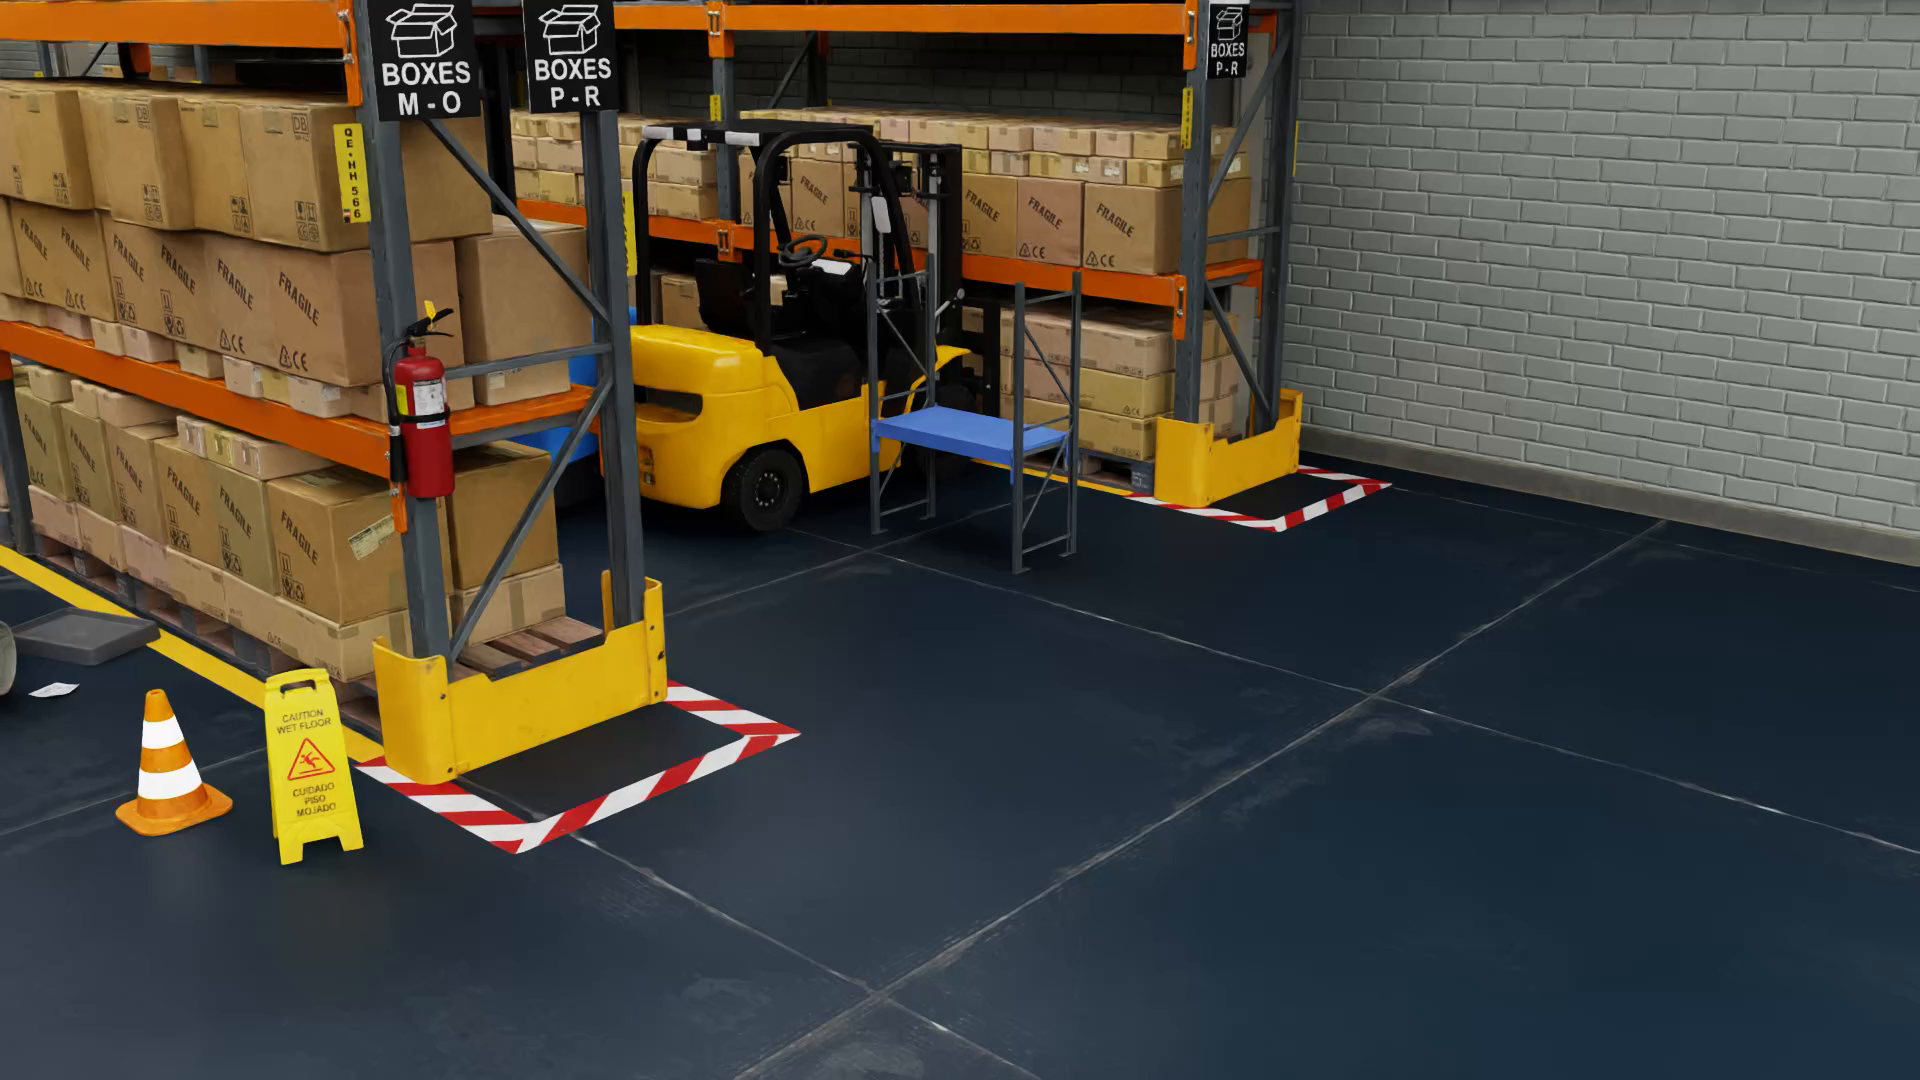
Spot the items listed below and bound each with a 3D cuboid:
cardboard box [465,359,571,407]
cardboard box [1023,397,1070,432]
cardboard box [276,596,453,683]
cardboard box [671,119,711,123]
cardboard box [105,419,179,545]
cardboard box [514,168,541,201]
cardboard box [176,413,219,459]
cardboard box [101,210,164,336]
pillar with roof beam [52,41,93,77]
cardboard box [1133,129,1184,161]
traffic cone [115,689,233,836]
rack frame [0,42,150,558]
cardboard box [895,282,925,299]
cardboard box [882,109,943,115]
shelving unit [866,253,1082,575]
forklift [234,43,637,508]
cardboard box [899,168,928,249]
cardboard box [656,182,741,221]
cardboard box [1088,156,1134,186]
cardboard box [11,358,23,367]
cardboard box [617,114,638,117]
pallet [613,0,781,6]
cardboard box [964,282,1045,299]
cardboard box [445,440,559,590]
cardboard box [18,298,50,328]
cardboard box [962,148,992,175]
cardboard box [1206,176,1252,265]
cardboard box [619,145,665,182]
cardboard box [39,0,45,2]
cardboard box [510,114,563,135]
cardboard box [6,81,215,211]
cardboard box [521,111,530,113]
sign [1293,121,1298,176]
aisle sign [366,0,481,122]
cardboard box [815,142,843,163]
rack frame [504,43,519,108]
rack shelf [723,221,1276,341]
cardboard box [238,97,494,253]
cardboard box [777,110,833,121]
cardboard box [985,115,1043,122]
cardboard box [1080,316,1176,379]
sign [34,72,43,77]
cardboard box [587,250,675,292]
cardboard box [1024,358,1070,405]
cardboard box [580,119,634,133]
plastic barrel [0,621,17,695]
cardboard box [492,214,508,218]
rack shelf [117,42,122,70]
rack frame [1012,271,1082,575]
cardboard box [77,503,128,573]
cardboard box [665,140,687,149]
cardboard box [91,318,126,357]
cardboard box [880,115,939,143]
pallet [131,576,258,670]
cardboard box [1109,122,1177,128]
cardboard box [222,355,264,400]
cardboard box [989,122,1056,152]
[{"bbox_3d":[-1.784,-0.651,6.620,0.250,0.149,0.380,15,23,39],"label":"cardboard box"},{"bbox_3d":[0.698,-0.794,10.507,0.500,0.250,0.500,15,23,39],"label":"cardboard box"},{"bbox_3d":[-2.468,0.348,6.907,0.500,0.250,0.500,15,23,39],"label":"cardboard box"},{"bbox_3d":[-2.044,-3.221,13.066,0.250,0.149,0.380,15,23,39],"label":"cardboard box"},{"bbox_3d":[-3.602,-0.317,7.764,0.500,0.500,0.500,17,24,42],"label":"cardboard box"},{"bbox_3d":[-3.426,-2.966,13.747,0.500,0.250,0.500,14,22,38],"label":"cardboard box"},{"bbox_3d":[-3.140,-0.477,7.195,0.250,0.149,0.380,16,24,42],"label":"cardboard box"},{"bbox_3d":[-3.366,-1.201,7.280,0.500,0.500,0.500,15,23,40],"label":"cardboard box"},{"bbox_3d":[-14.618,-7.623,18.255,0.400,9.000,9.100,15,23,39],"label":"pillar with roof beam"},{"bbox_3d":[1.217,-2.303,9.679,0.250,0.149,0.380,15,23,39],"label":"cardboard box"},{"bbox_3d":[-2.845,0.759,5.956,0.334,0.463,0.336,15,23,39],"label":"traffic cone"},{"bbox_3d":[-4.659,-1.459,8.750,0.127,3.000,1.000,15,23,39],"label":"rack frame"},{"bbox_3d":[-0.458,-1.579,11.325,0.500,0.250,0.500,16,24,41],"label":"cardboard box"},{"bbox_3d":[-0.332,-2.940,11.687,0.250,0.149,0.380,14,23,38],"label":"cardboard box"},{"bbox_3d":[0.064,-0.698,8.831,1.048,1.500,0.538,15,23,39],"label":"shelving unit"},{"bbox_3d":[-3.479,-1.813,9.980,3.031,2.935,1.130,7,19,21],"label":"forklift"},{"bbox_3d":[-0.066,-2.174,10.839,0.500,0.500,0.500,15,23,40],"label":"cardboard box"},{"bbox_3d":[-1.917,-2.553,12.446,0.500,0.250,0.500,16,23,40],"label":"cardboard box"},{"bbox_3d":[0.969,-2.187,9.808,0.250,0.149,0.380,16,23,40],"label":"cardboard box"},{"bbox_3d":[-6.677,-0.948,10.789,0.625,0.372,0.950,14,23,38],"label":"cardboard box"},{"bbox_3d":[-2.820,-3.419,13.690,0.250,0.149,0.380,16,24,41],"label":"cardboard box"},{"bbox_3d":[-2.035,-4.096,12.415,1.217,0.209,0.805,14,22,37],"label":"pallet"},{"bbox_3d":[0.270,-1.592,11.368,0.500,0.250,0.500,14,23,38],"label":"cardboard box"},{"bbox_3d":[-2.105,-0.132,7.181,0.500,0.500,0.500,14,22,37],"label":"cardboard box"},{"bbox_3d":[-4.413,-1.165,8.238,0.250,0.149,0.380,16,24,41],"label":"cardboard box"},{"bbox_3d":[0.204,-2.395,10.461,0.250,0.149,0.380,15,23,40],"label":"cardboard box"},{"bbox_3d":[1.439,-1.990,10.257,0.500,0.500,0.500,16,24,41],"label":"cardboard box"},{"bbox_3d":[-2.293,-2.892,12.687,0.500,0.250,0.500,14,23,38],"label":"cardboard box"},{"bbox_3d":[-3.817,-2.446,7.315,0.250,0.149,0.380,14,22,38],"label":"cardboard box"},{"bbox_3d":[-3.494,-3.420,13.691,0.250,0.149,0.380,15,23,40],"label":"cardboard box"},{"bbox_3d":[-3.748,-1.773,7.430,0.500,0.500,0.700,14,23,38],"label":"cardboard box"},{"bbox_3d":[-3.558,-3.630,14.354,0.250,0.149,0.380,15,23,39],"label":"cardboard box"},{"bbox_3d":[1.998,-2.354,10.010,0.005,0.325,0.100,15,23,39],"label":"sign"},{"bbox_3d":[-1.813,-1.817,5.581,0.004,0.787,0.394,15,23,39],"label":"aisle sign"},{"bbox_3d":[-0.759,-2.652,11.272,0.250,0.149,0.380,16,23,40],"label":"cardboard box"},{"bbox_3d":[-4.358,-3.386,14.822,0.127,3.000,1.000,15,23,39],"label":"rack frame"},{"bbox_3d":[0.129,-1.838,11.135,4.000,0.370,1.077,15,23,39],"label":"rack shelf"},{"bbox_3d":[-2.194,-1.375,6.176,0.500,0.500,0.700,14,23,38],"label":"cardboard box"},{"bbox_3d":[-1.058,-2.922,11.631,0.250,0.149,0.380,15,23,40],"label":"cardboard box"},{"bbox_3d":[0.378,-2.711,10.966,0.250,0.149,0.380,15,23,40],"label":"cardboard box"},{"bbox_3d":[1.074,-1.168,10.031,0.500,0.250,0.500,16,24,41],"label":"cardboard box"},{"bbox_3d":[-10.702,-5.282,19.366,0.005,0.325,0.100,15,23,39],"label":"sign"},{"bbox_3d":[-2.903,-2.061,13.880,0.625,0.625,0.875,14,22,37],"label":"cardboard box"},{"bbox_3d":[0.686,-1.038,10.448,0.500,0.250,0.500,15,23,39],"label":"cardboard box"},{"bbox_3d":[-2.745,-3.208,13.023,0.250,0.149,0.380,15,23,40],"label":"cardboard box"},{"bbox_3d":[-4.217,0.500,6.837,0.512,0.421,0.421,-3,18,-8],"label":"plastic barrel"},{"bbox_3d":[-2.227,-1.107,6.982,0.500,0.500,0.500,16,24,41],"label":"cardboard box"},{"bbox_3d":[-6.154,-2.947,9.671,4.000,0.370,1.077,15,23,39],"label":"rack shelf"},{"bbox_3d":[0.444,-0.596,8.509,0.032,1.500,0.500,15,23,39],"label":"rack frame"},{"bbox_3d":[-3.990,-0.064,8.207,0.500,0.250,0.500,17,24,42],"label":"cardboard box"},{"bbox_3d":[-1.975,-3.006,12.386,0.250,0.149,0.380,15,23,38],"label":"cardboard box"},{"bbox_3d":[-3.685,-0.945,7.544,0.250,0.149,0.380,15,23,40],"label":"cardboard box"},{"bbox_3d":[-0.309,-2.710,10.961,0.250,0.149,0.380,15,23,39],"label":"cardboard box"},{"bbox_3d":[-3.216,0.242,8.001,1.213,0.211,1.003,15,23,39],"label":"pallet"},{"bbox_3d":[1.135,-2.504,10.314,0.250,0.149,0.380,16,23,40],"label":"cardboard box"},{"bbox_3d":[-2.742,-0.690,6.742,0.250,0.149,0.380,16,23,40],"label":"cardboard box"},{"bbox_3d":[0.393,-2.485,10.255,0.250,0.149,0.380,16,23,41],"label":"cardboard box"}]
